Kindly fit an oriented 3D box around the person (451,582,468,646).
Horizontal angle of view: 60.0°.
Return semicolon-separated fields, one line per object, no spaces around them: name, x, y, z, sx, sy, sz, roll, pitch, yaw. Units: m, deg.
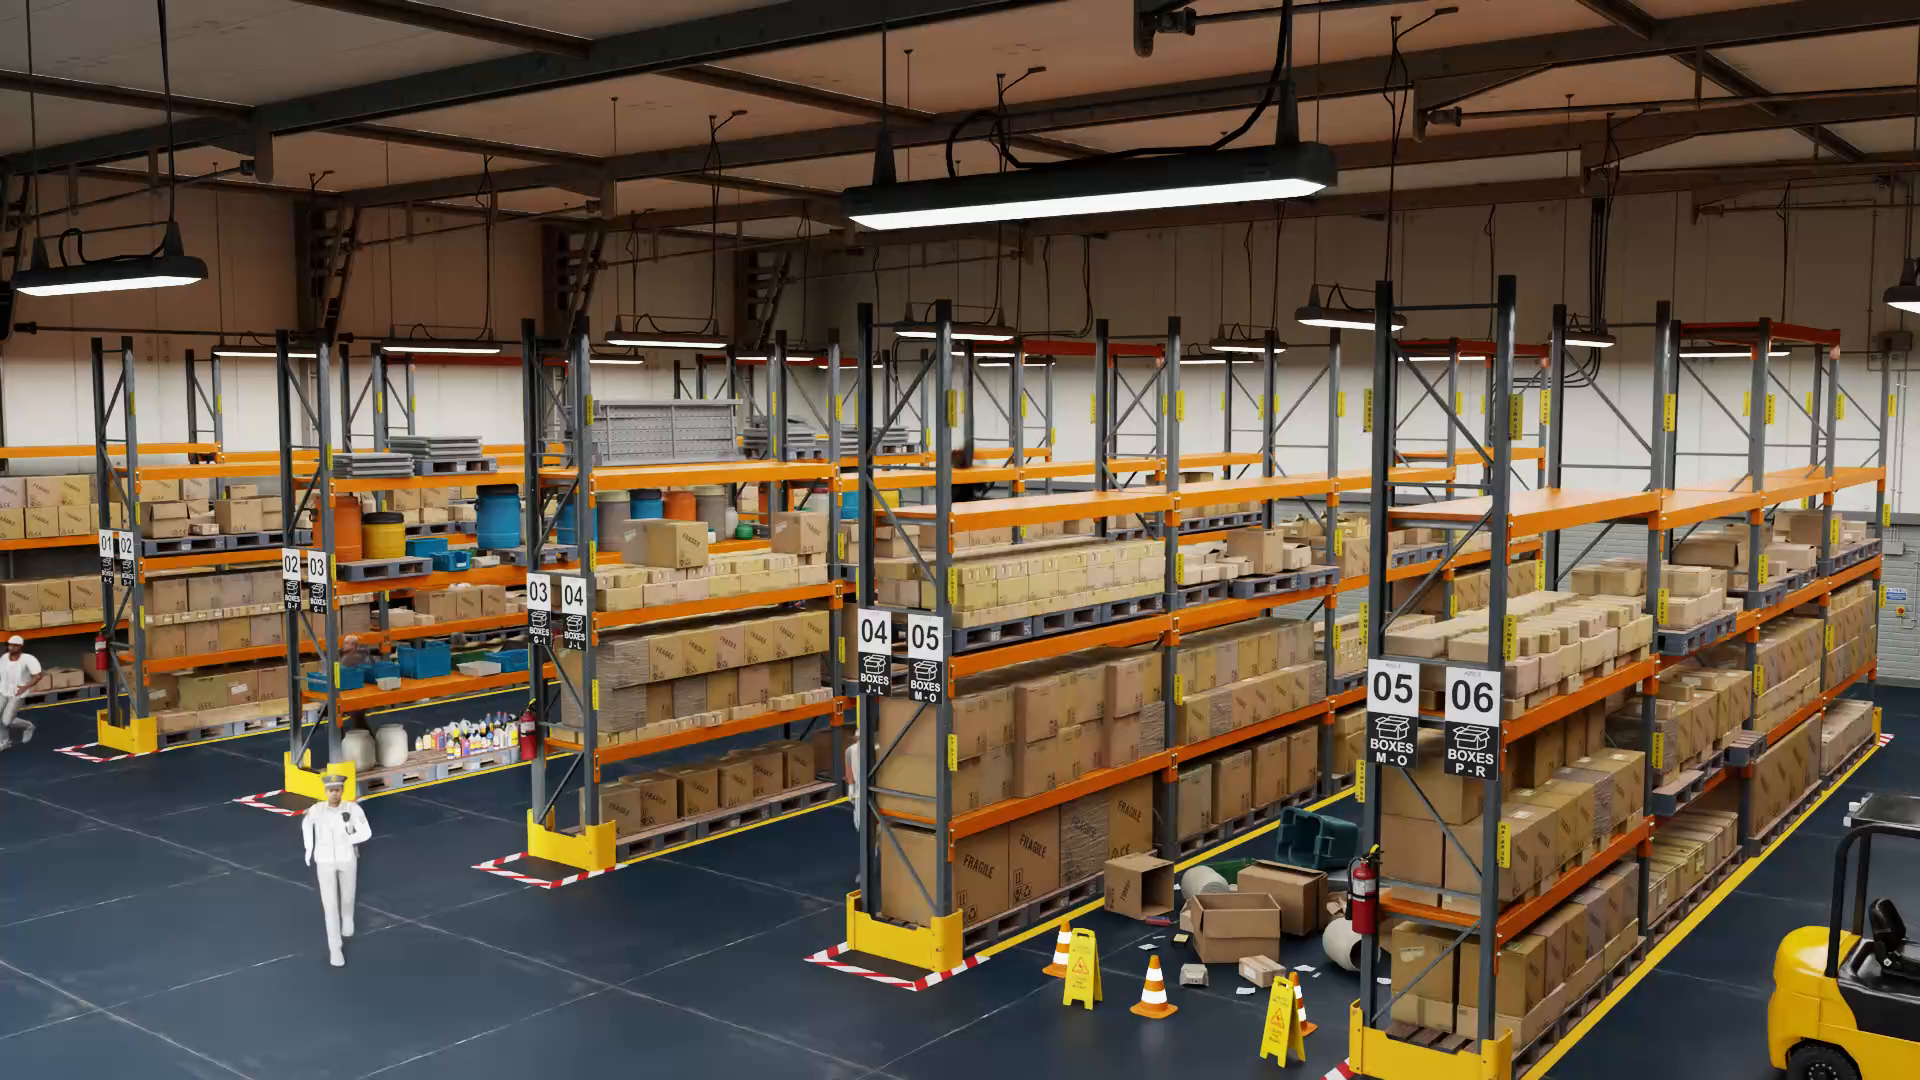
person;-9.730;1.478;32.210;0.642;1.835;0.763;3;6;29

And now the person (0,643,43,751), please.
person;-13.772;2.241;24.247;0.704;1.644;0.563;1;5;13

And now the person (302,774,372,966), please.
person;-5.735;2.961;15.326;0.608;1.683;0.943;-2;5;-19

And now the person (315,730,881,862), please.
person;-3.252;2.847;16.622;4.567;1.644;4.306;1;5;14

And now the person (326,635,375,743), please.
person;-8.608;2.169;23.438;0.639;1.675;0.781;4;6;35
